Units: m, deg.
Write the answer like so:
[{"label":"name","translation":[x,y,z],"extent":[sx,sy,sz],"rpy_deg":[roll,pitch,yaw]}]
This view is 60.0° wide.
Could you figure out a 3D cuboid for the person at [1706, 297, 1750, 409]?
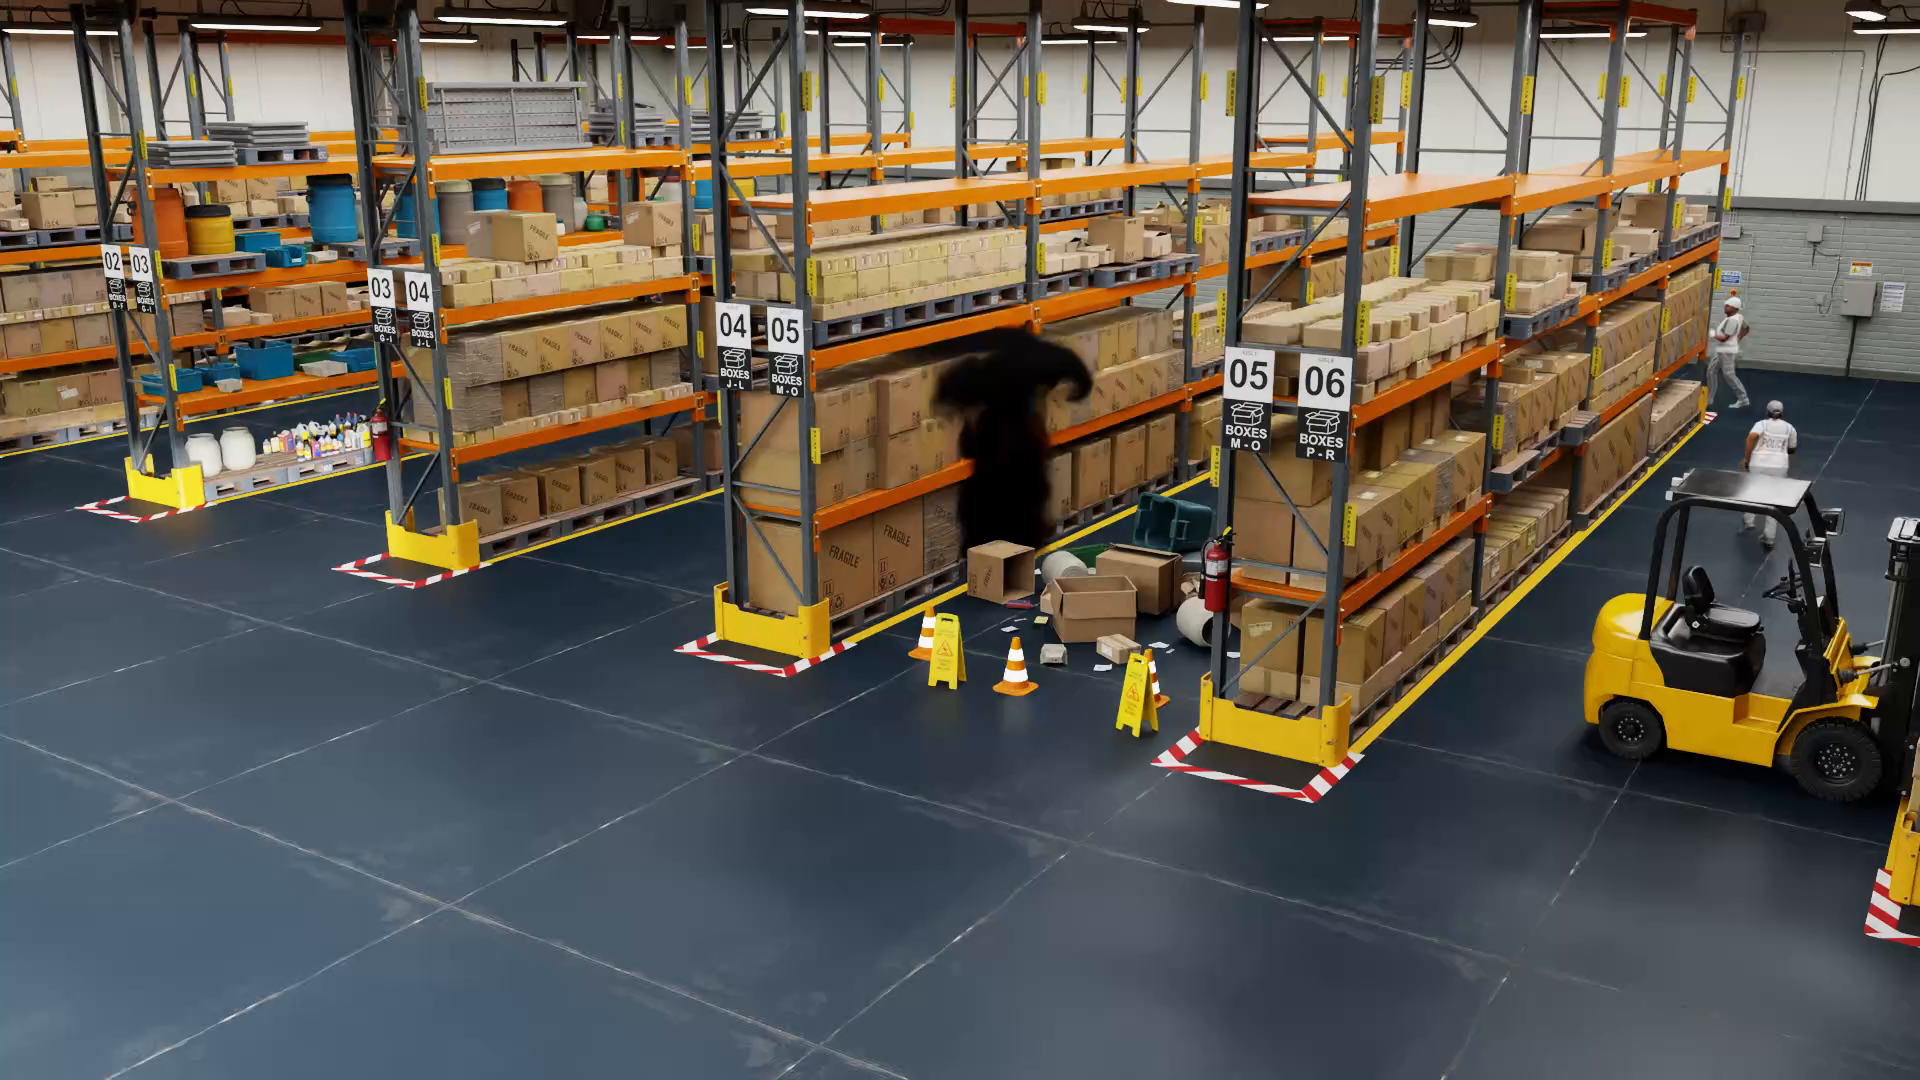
[{"label":"person","translation":[12.216,-2.943,26.443],"extent":[0.810,1.842,0.679],"rpy_deg":[7,17,25]}]

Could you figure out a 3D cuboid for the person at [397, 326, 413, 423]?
[{"label":"person","translation":[-8.364,-2.534,25.236],"extent":[0.601,1.667,0.657],"rpy_deg":[2,16,6]}]

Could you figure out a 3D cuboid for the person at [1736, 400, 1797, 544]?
[{"label":"person","translation":[9.264,-0.783,19.101],"extent":[0.597,1.599,0.915],"rpy_deg":[5,16,17]}]
